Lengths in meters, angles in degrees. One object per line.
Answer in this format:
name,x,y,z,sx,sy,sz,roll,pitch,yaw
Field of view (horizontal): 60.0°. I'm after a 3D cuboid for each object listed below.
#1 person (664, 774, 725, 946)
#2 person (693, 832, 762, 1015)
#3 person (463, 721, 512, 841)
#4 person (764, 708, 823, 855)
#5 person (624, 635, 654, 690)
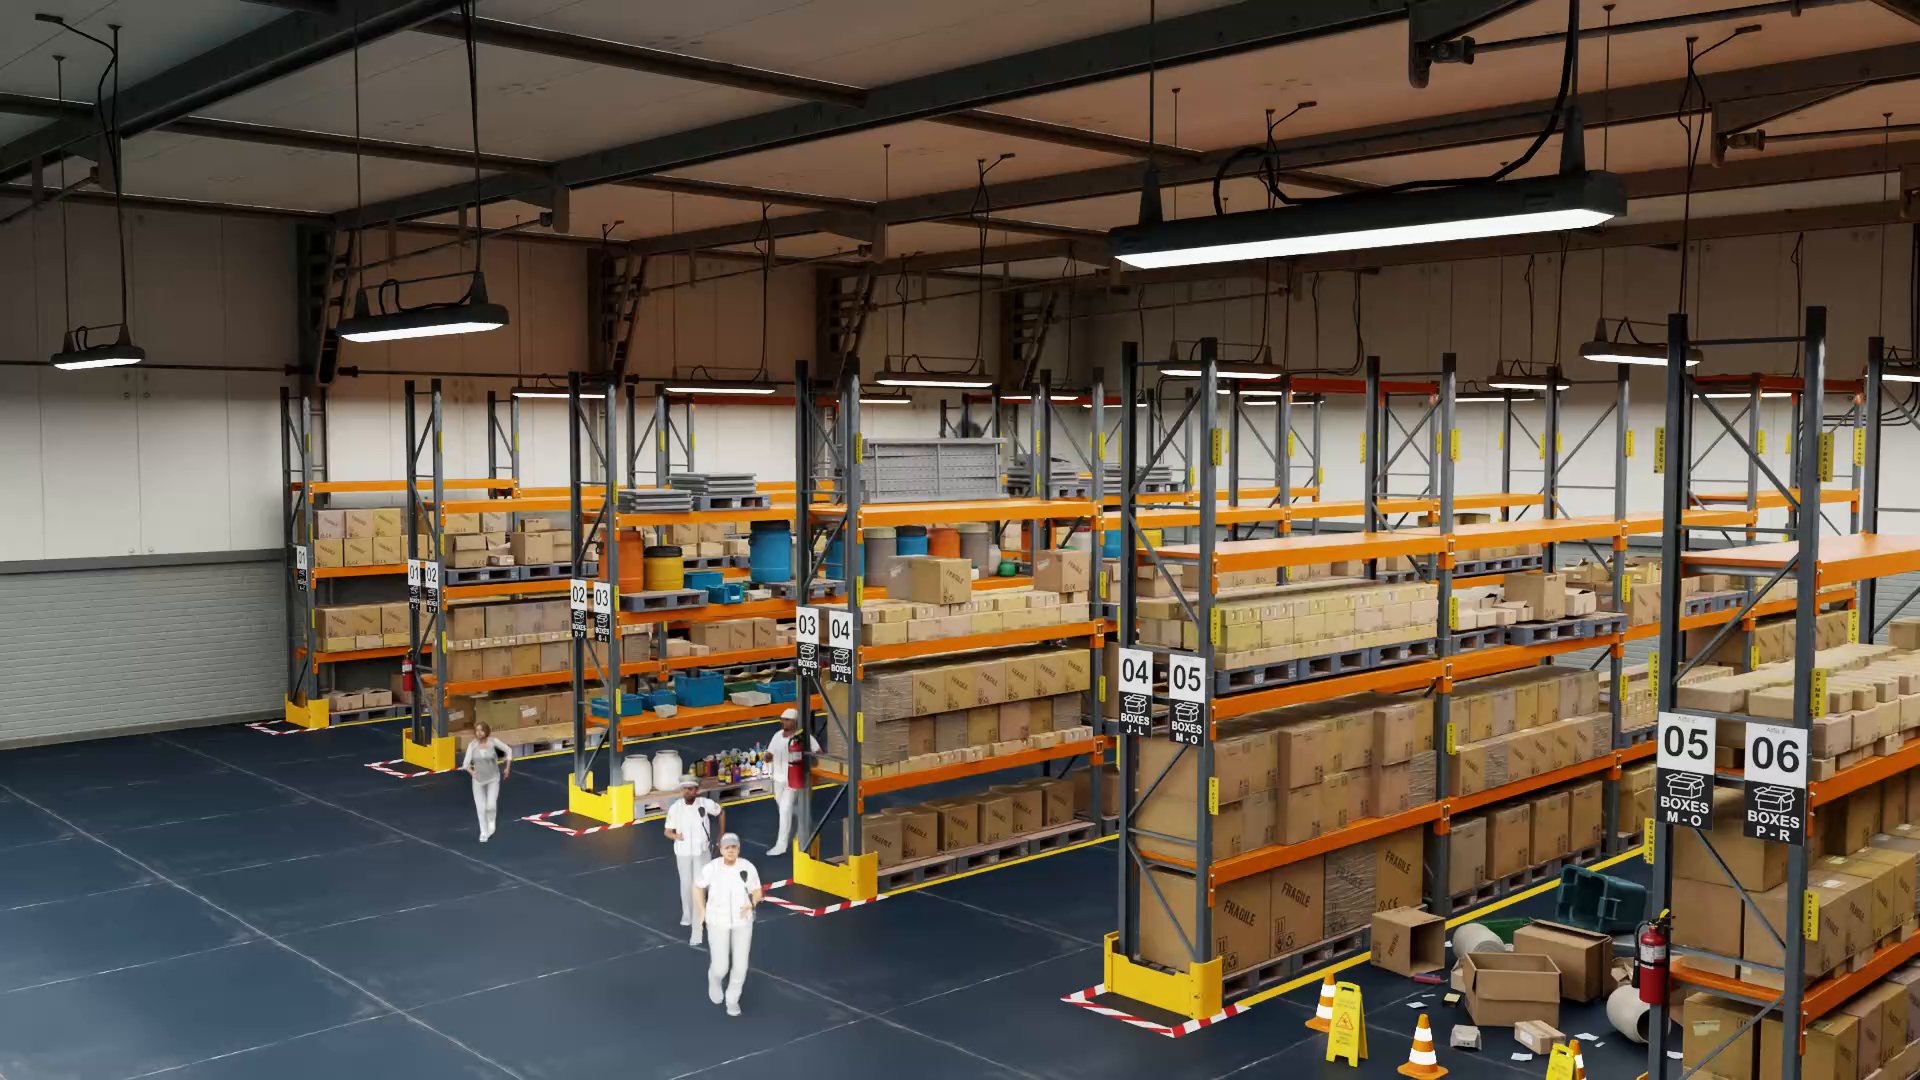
person,-2.715,3.235,17.044,0.584,1.740,0.882,0,4,1
person,-2.041,3.410,14.729,0.599,1.625,0.535,-1,4,-15
person,-5.940,3.048,20.879,0.571,1.556,0.696,0,4,-6
person,-2.109,2.953,20.596,0.712,1.744,0.961,3,4,35
person,-6.049,2.306,31.021,0.672,1.842,0.925,3,5,43
